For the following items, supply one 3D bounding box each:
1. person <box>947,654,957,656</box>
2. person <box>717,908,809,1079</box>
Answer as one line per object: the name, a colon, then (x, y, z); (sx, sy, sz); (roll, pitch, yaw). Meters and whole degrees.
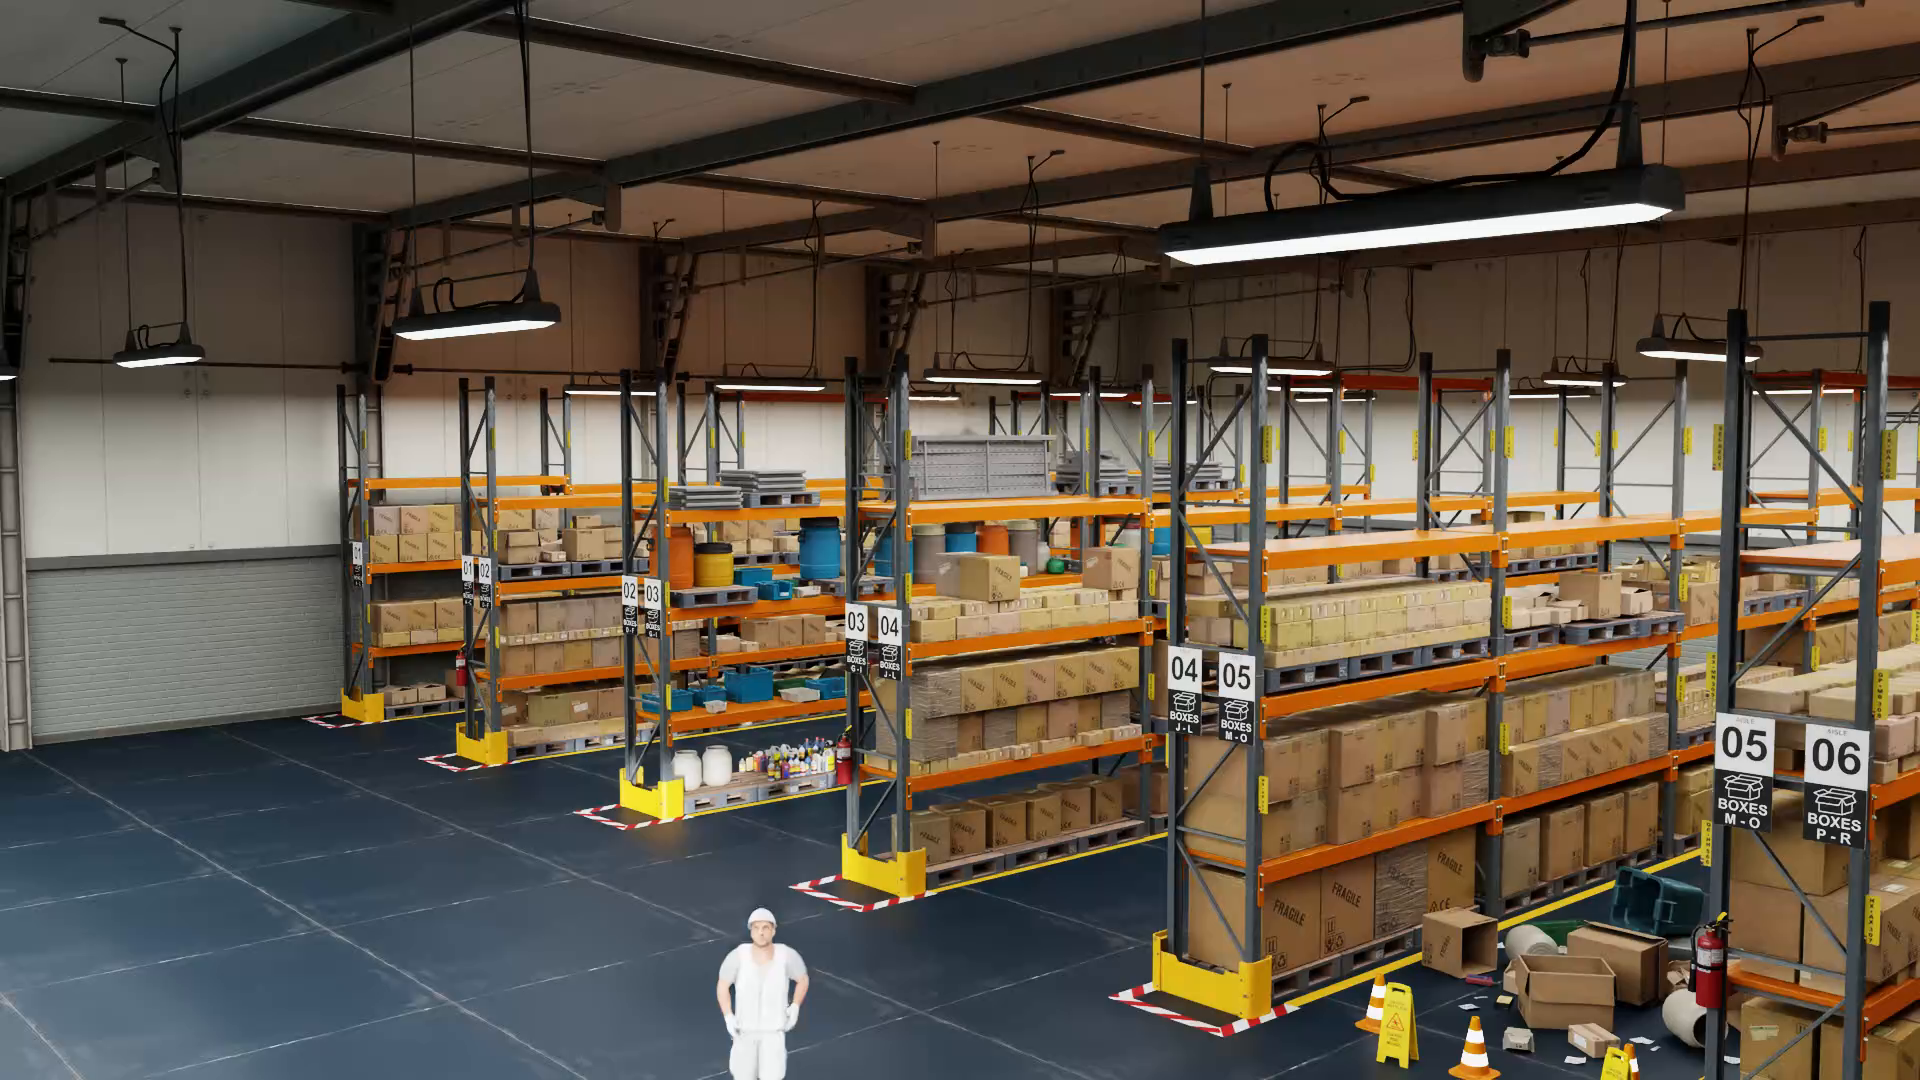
person: (-0.087, 2.382, 29.320); (0.576, 1.652, 0.947); (3, 5, 40)
person: (-1.430, 3.522, 12.031); (0.655, 1.752, 0.897); (0, 4, 1)
